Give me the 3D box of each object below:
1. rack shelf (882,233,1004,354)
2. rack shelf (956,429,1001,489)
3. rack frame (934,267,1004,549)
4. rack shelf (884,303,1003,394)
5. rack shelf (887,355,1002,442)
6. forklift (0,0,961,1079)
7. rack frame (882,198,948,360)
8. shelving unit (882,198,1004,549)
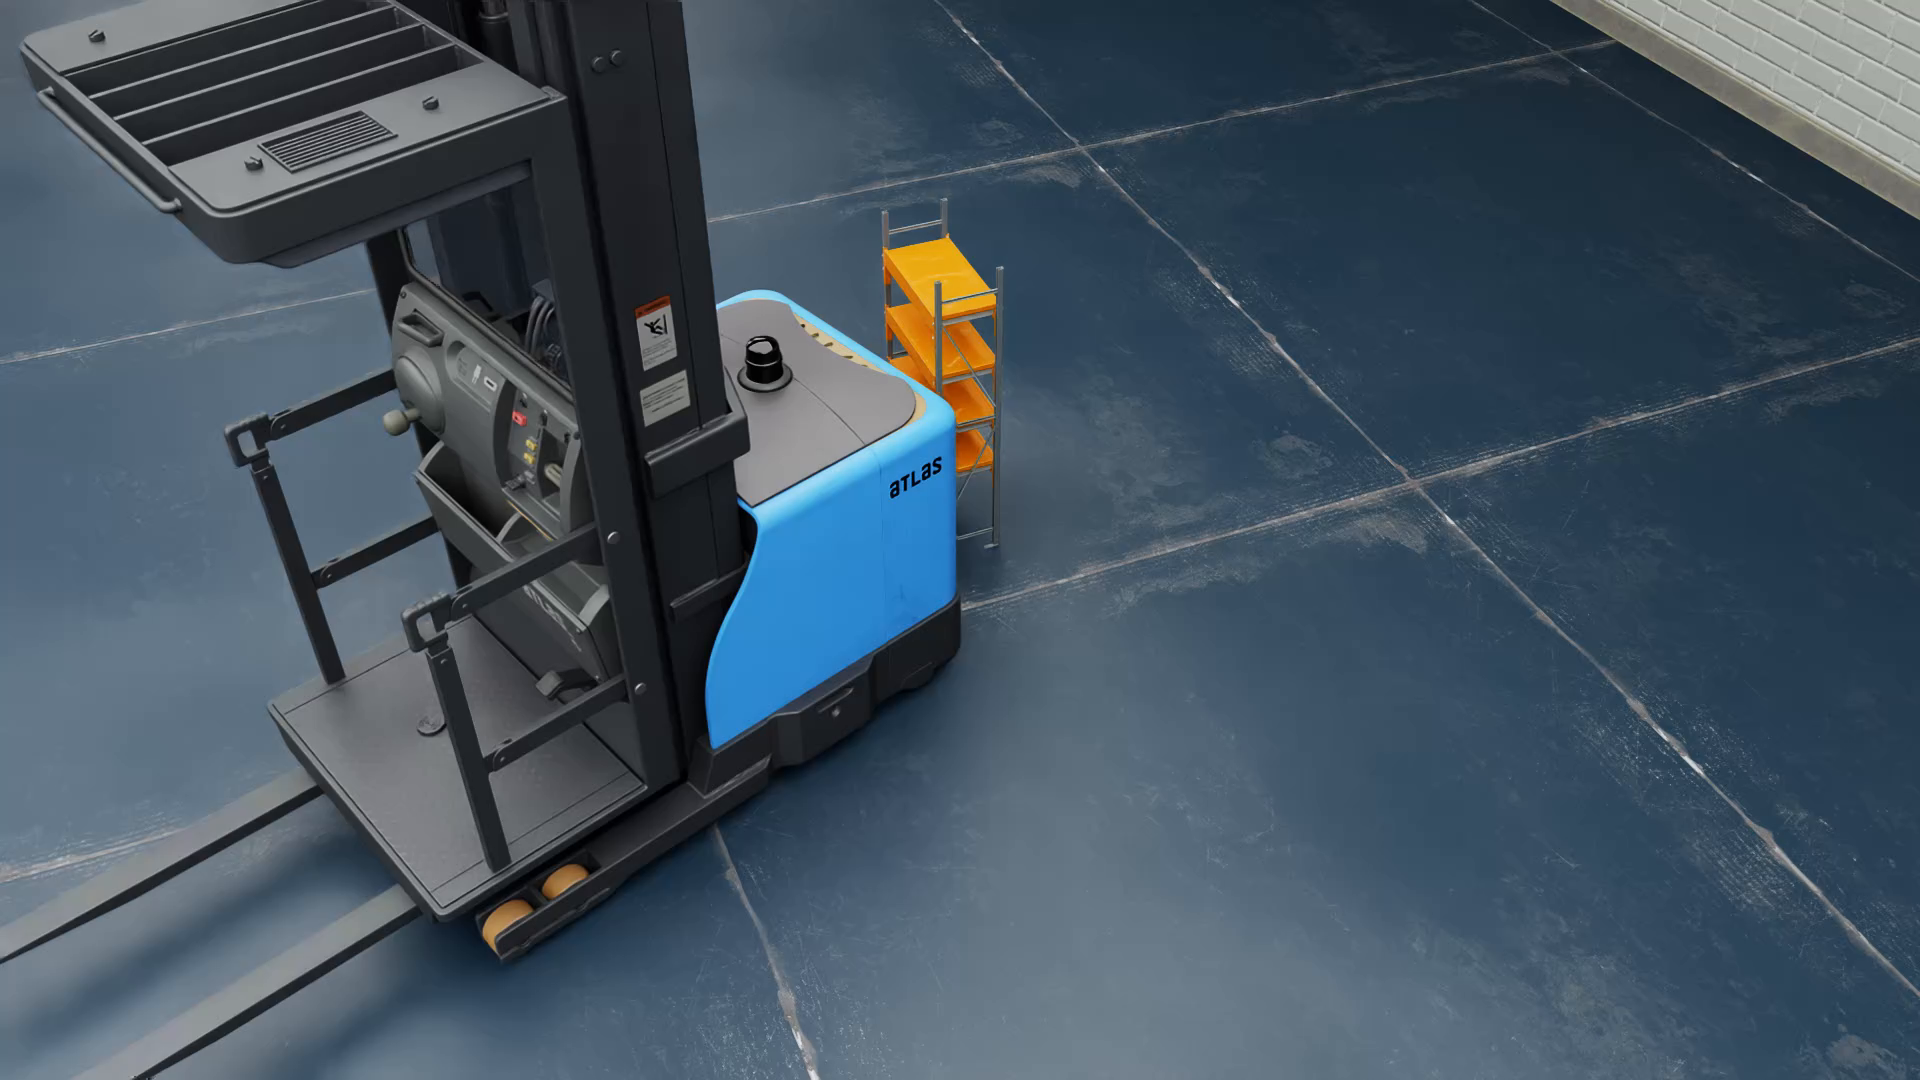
[{"bbox_3d":[-0.063,-0.853,5.719,0.258,0.148,0.480,-15,43,-17],"label":"rack shelf"},{"bbox_3d":[-0.063,-0.353,6.148,0.258,0.148,0.480,-15,43,-17],"label":"rack shelf"},{"bbox_3d":[0.030,-0.408,5.804,0.240,1.200,0.015,-15,43,-17],"label":"rack frame"},{"bbox_3d":[-0.063,-0.673,5.873,0.258,0.148,0.480,-15,43,-17],"label":"rack shelf"},{"bbox_3d":[-0.063,-0.504,6.019,0.258,0.148,0.480,-15,43,-17],"label":"rack shelf"},{"bbox_3d":[-1.425,-0.286,4.335,3.031,2.935,1.130,-31,49,-31],"label":"forklift"},{"bbox_3d":[-0.157,-0.702,6.146,0.240,1.200,0.015,-15,43,-17],"label":"rack frame"},{"bbox_3d":[-0.063,-0.555,5.975,0.258,1.200,0.503,-15,43,-17],"label":"shelving unit"}]
